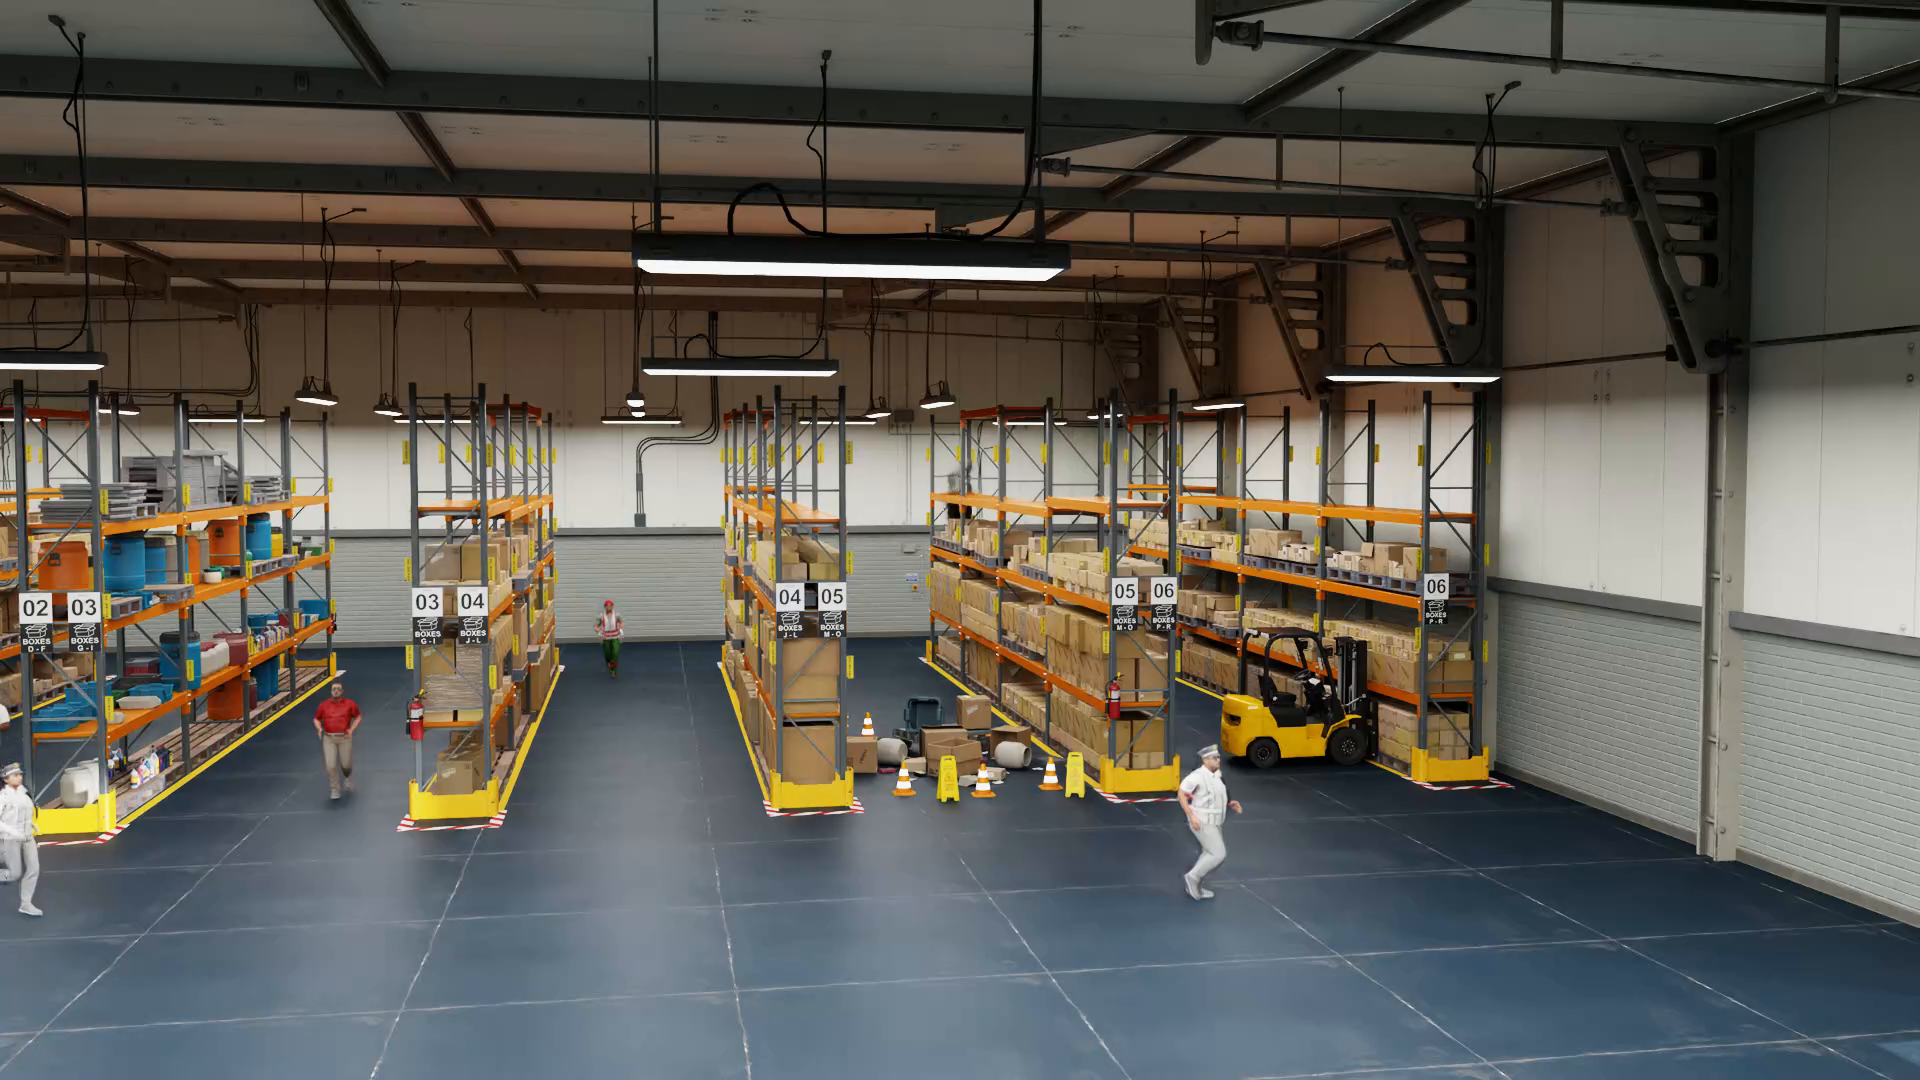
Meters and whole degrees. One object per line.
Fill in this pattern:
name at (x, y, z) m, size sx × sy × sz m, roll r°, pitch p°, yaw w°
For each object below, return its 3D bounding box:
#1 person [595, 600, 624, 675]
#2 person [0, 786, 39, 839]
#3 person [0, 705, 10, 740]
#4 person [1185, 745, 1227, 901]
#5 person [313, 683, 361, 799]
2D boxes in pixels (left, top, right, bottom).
person at (-7.903, 2.208, 37.574) m, size 0.667 × 1.695 × 0.481 m, roll -1°, pitch 3°, yaw -18°
person at (-10.265, 2.970, 18.148) m, size 0.423 × 0.557 × 0.455 m, roll 1°, pitch 3°, yaw 13°
person at (-13.735, 2.942, 23.382) m, size 0.677 × 1.783 × 0.820 m, roll -1°, pitch 3°, yaw -27°
person at (2.773, 3.172, 18.777) m, size 0.439 × 1.757 × 0.448 m, roll 2°, pitch 3°, yaw 33°
person at (-9.128, 2.925, 24.376) m, size 0.661 × 1.672 × 0.607 m, roll -1°, pitch 3°, yaw -15°
